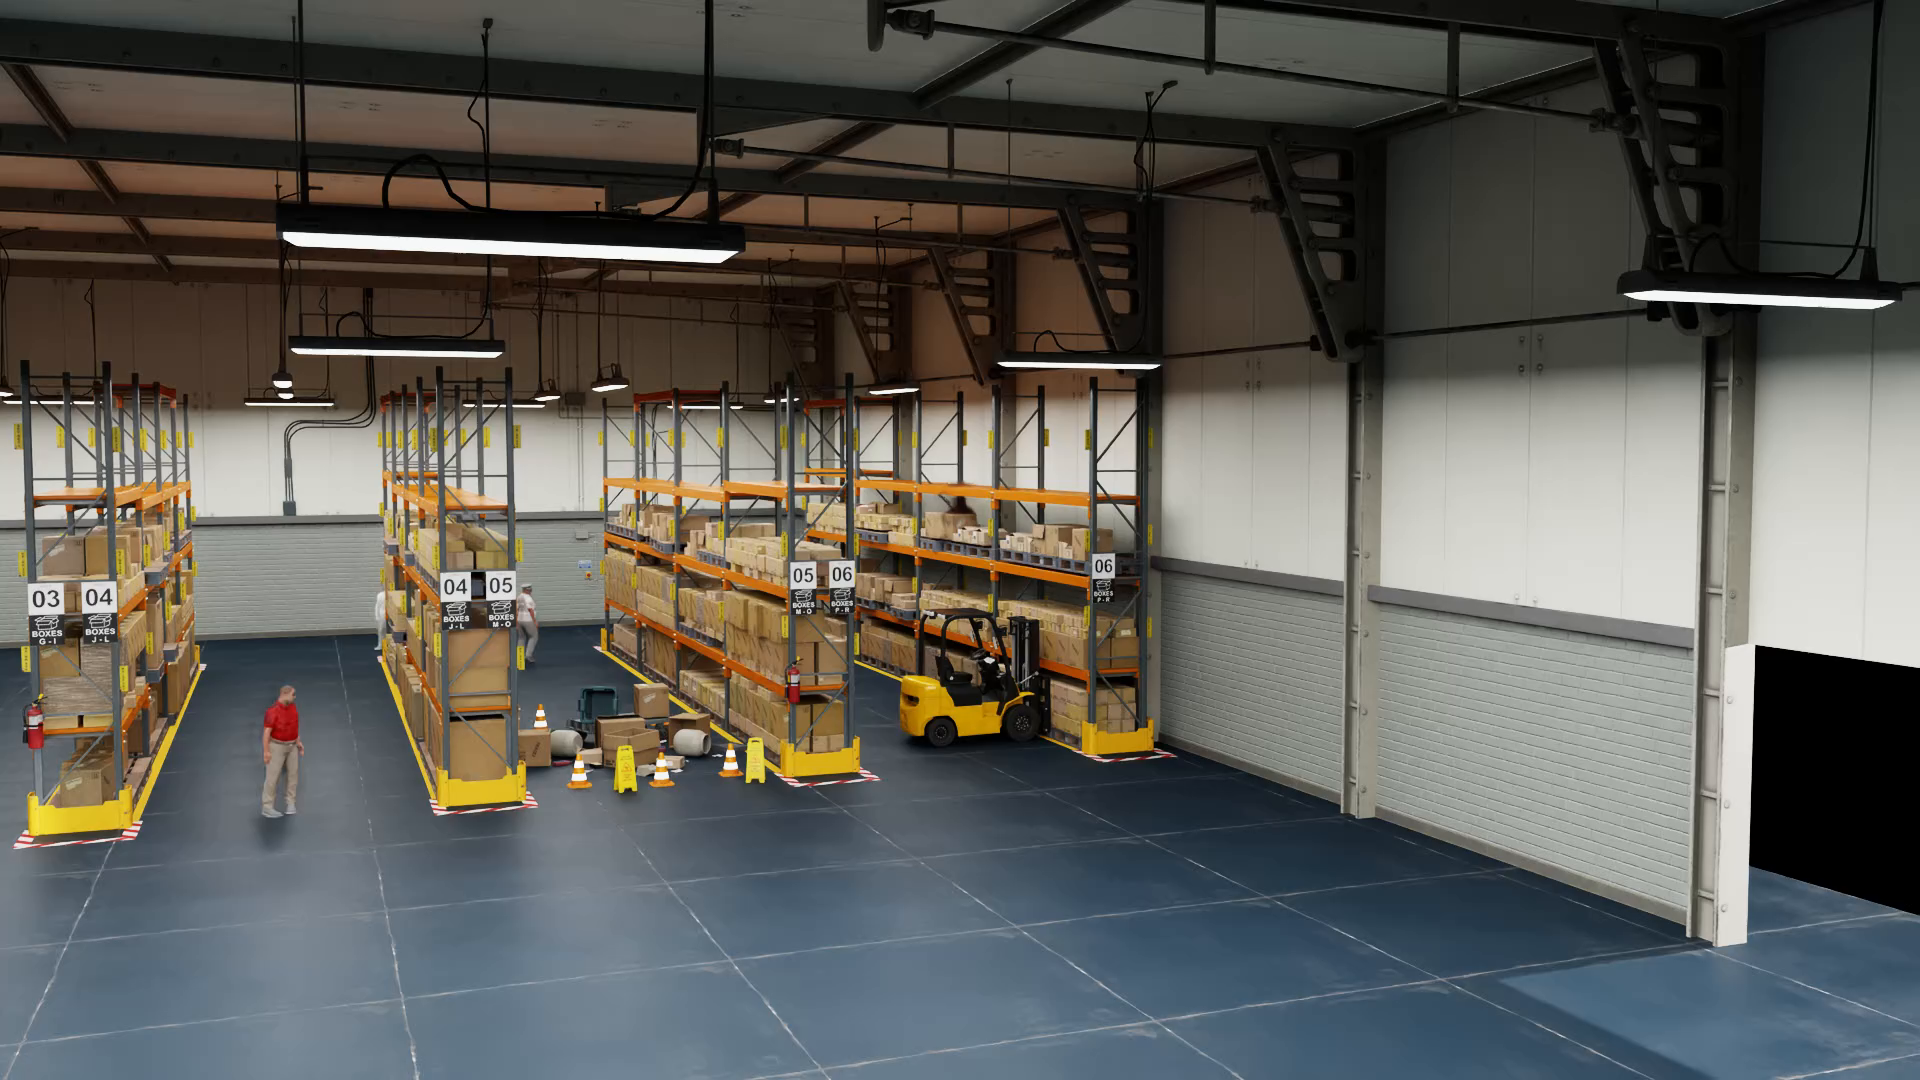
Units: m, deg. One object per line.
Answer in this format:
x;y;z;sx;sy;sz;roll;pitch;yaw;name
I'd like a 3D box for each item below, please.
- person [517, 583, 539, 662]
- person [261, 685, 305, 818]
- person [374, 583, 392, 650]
-9.767;1.866;37.506;0.606;1.773;0.402;3;5;42;person
-9.067;2.806;22.237;0.382;1.739;0.618;1;4;22;person
-13.707;1.783;39.795;0.553;1.637;0.955;0;3;6;person
